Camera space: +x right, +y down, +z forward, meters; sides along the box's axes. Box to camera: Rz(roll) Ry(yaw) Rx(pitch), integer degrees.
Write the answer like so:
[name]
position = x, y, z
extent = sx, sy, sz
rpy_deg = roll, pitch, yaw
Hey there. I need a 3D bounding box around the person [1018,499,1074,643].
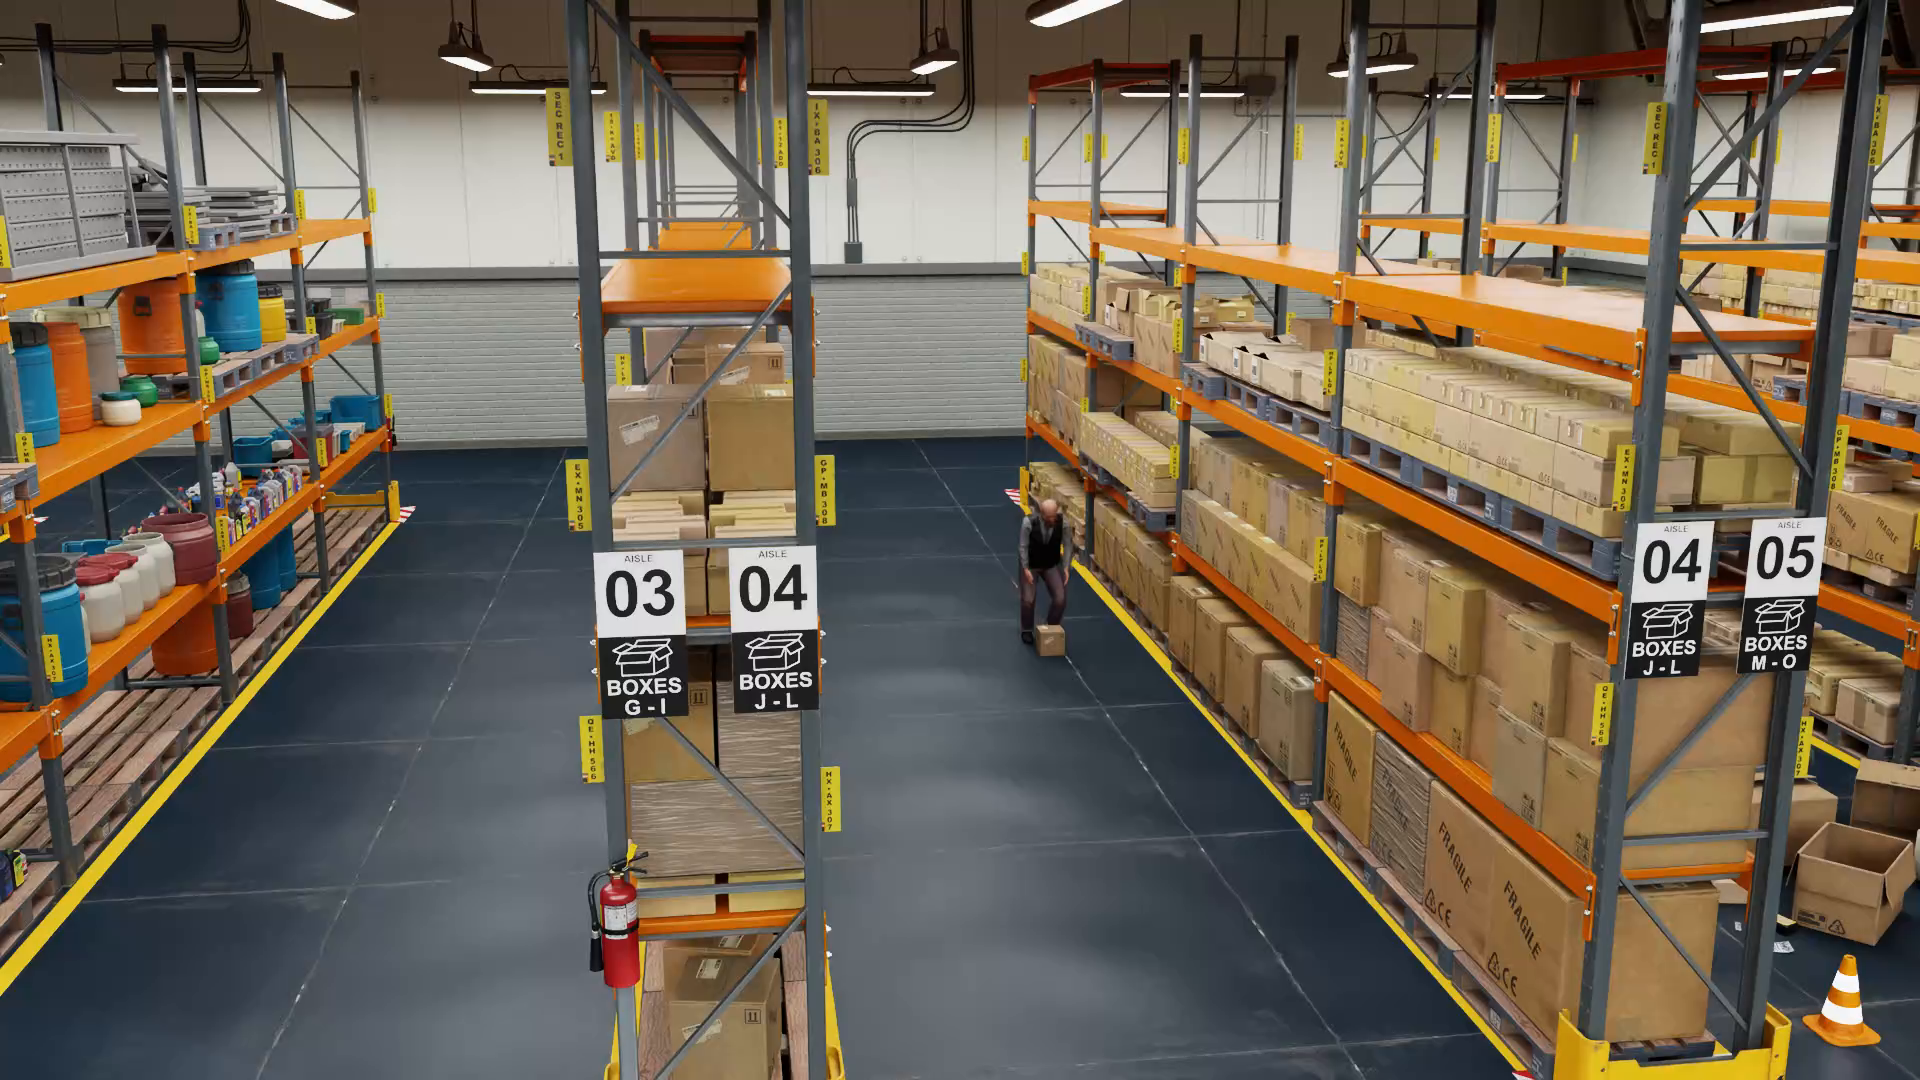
[person]
position = 0.875, 0.359, 17.208
extent = 0.586, 1.407, 0.602
rpy_deg = -2, 13, -8
